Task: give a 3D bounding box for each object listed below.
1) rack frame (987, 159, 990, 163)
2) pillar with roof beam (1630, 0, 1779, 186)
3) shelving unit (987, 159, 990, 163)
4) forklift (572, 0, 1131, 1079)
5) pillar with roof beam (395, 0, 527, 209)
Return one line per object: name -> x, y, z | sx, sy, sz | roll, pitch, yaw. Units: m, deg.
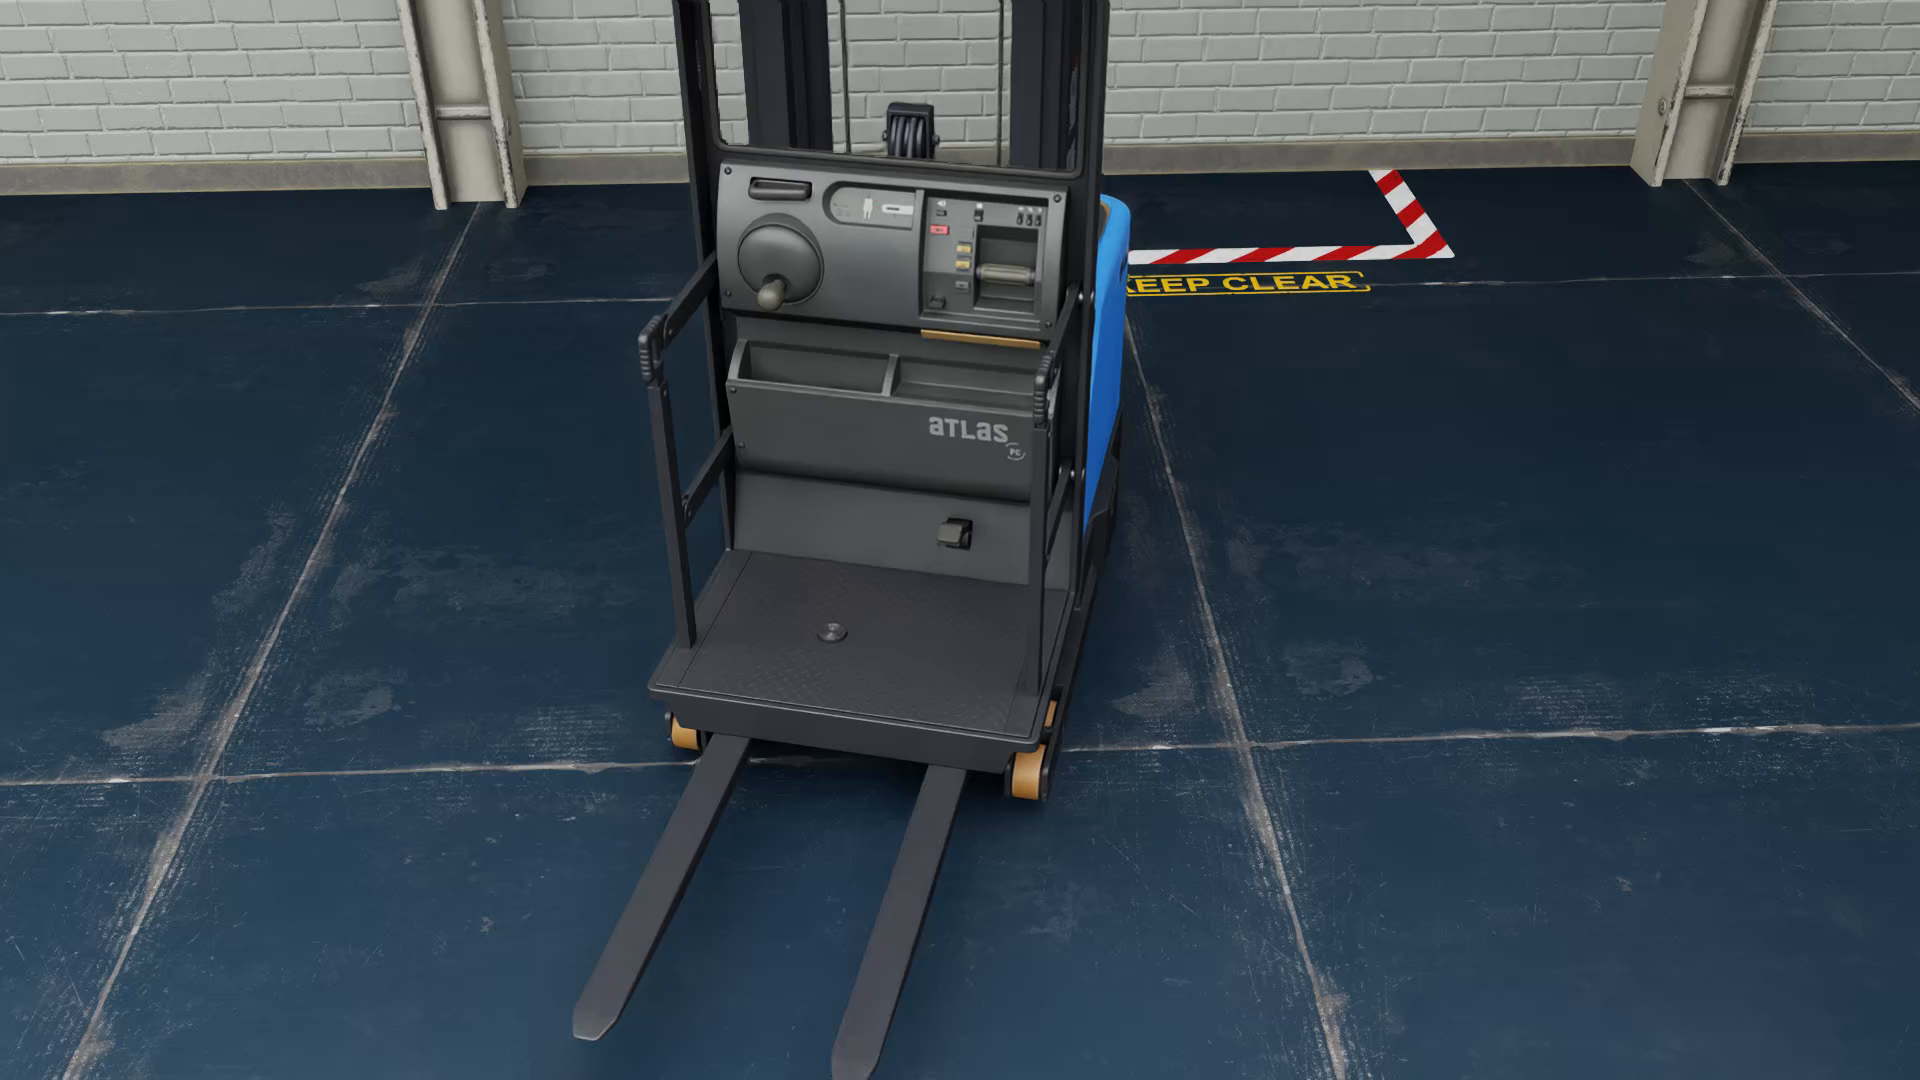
rack frame -> 0.082, -0.849, 6.054 | 0.008, 1.050, 0.200 | 7, 35, 10
pillar with roof beam -> 3.842, -3.112, 2.339 | 0.400, 9.000, 9.100 | -2, 35, -2
shelving unit -> 0.201, -0.834, 6.033 | 0.252, 1.050, 0.215 | 7, 35, 10
forklift -> -0.230, -0.706, 4.195 | 1.130, 2.935, 3.031 | 7, 35, 10
pillar with roof beam -> -2.151, -2.950, 2.105 | 0.400, 9.000, 9.100 | -2, 35, -2
